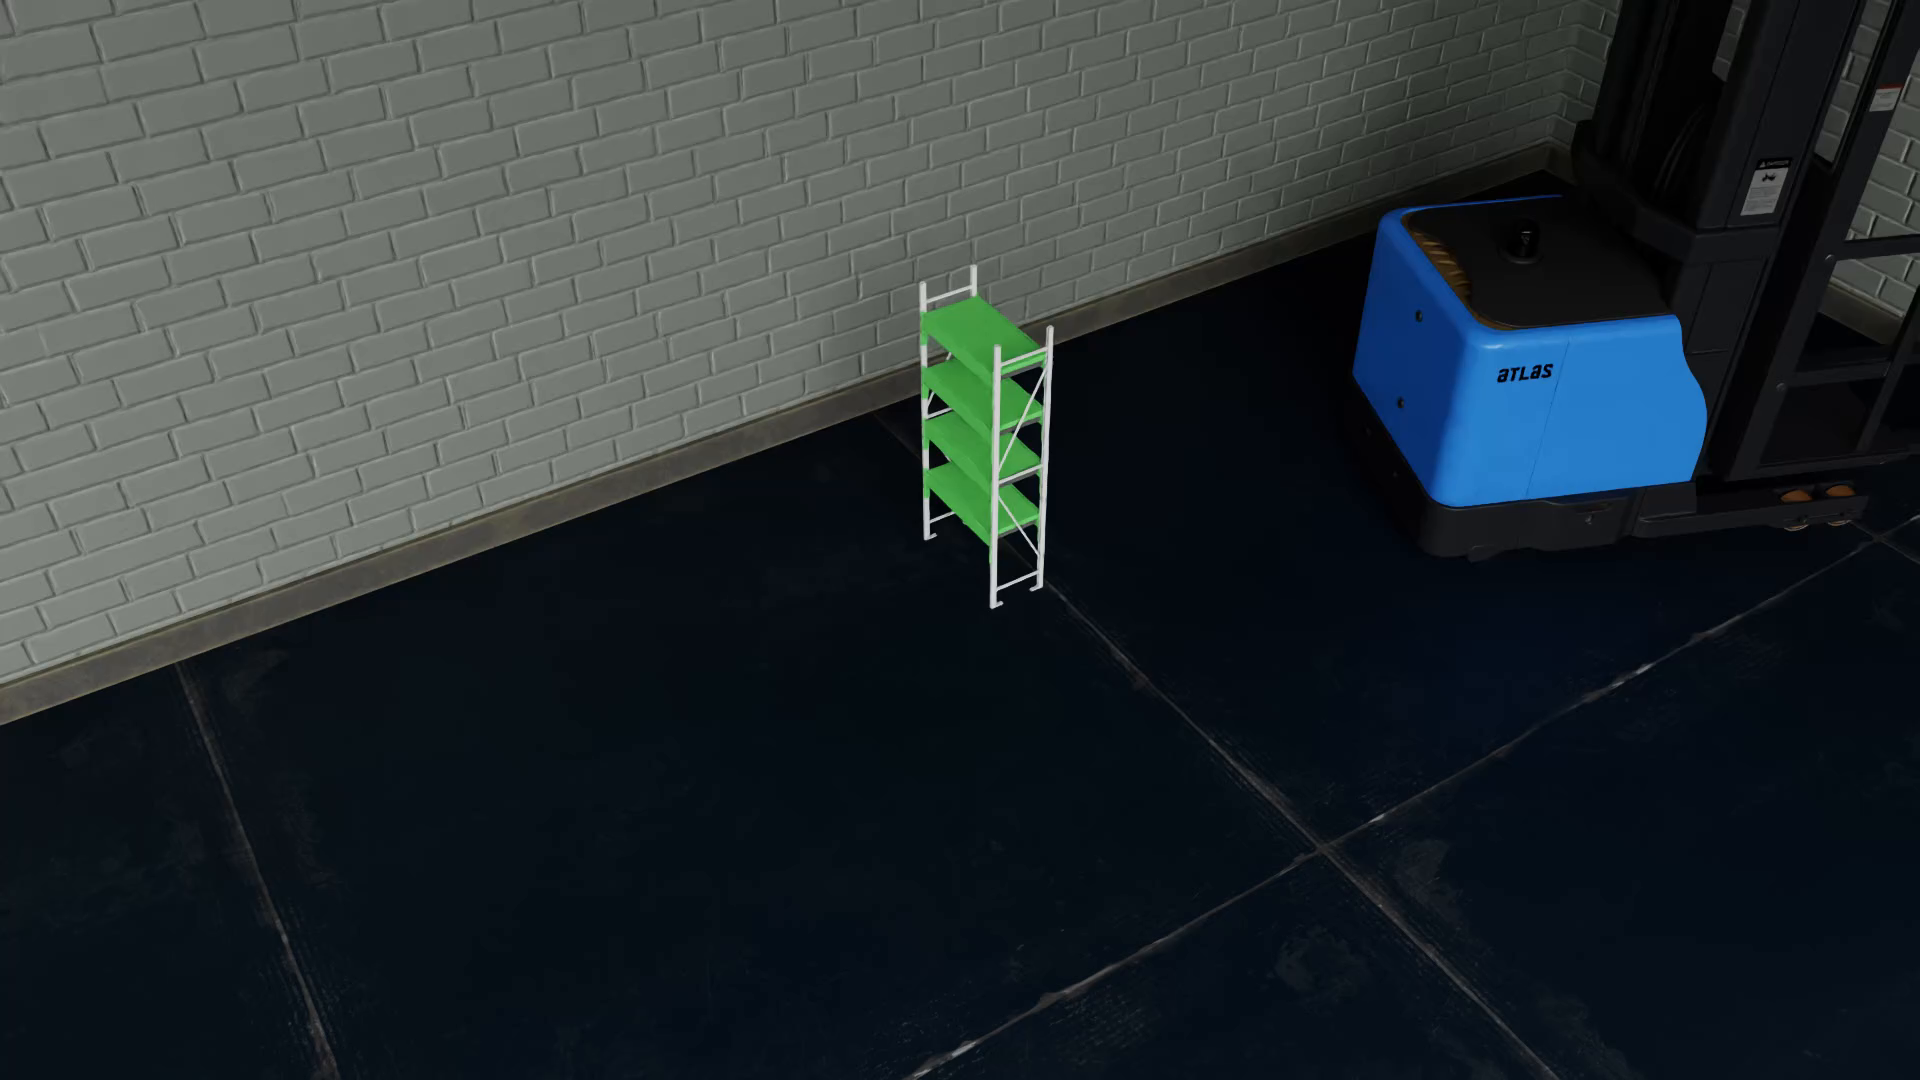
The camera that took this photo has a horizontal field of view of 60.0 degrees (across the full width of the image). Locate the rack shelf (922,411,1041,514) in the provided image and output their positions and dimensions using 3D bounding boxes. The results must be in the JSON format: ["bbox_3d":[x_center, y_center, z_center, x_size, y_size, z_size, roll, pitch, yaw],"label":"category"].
[{"bbox_3d":[0.089,-0.323,6.300,0.258,0.148,0.480,-22,45,-24],"label":"rack shelf"}]

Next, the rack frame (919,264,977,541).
[{"bbox_3d":[-0.042,-0.503,6.417,0.240,1.200,0.015,-22,45,-24],"label":"rack frame"}]

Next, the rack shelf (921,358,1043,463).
[{"bbox_3d":[0.089,-0.507,6.146,0.258,0.148,0.480,-22,45,-24],"label":"rack shelf"}]

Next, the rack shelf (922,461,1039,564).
[{"bbox_3d":[0.089,-0.138,6.453,0.258,0.148,0.480,-22,45,-24],"label":"rack shelf"}]

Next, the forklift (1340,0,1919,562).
[{"bbox_3d":[3.230,-1.492,6.250,3.031,2.935,1.130,-6,40,-8],"label":"forklift"}]

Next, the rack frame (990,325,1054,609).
[{"bbox_3d":[0.220,-0.240,6.101,0.240,1.200,0.015,-22,45,-24],"label":"rack frame"}]

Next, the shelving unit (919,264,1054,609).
[{"bbox_3d":[0.089,-0.372,6.259,0.258,1.200,0.503,-22,45,-24],"label":"shelving unit"}]

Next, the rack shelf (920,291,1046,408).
[{"bbox_3d":[0.089,-0.691,5.992,0.258,0.148,0.480,-22,45,-24],"label":"rack shelf"}]
